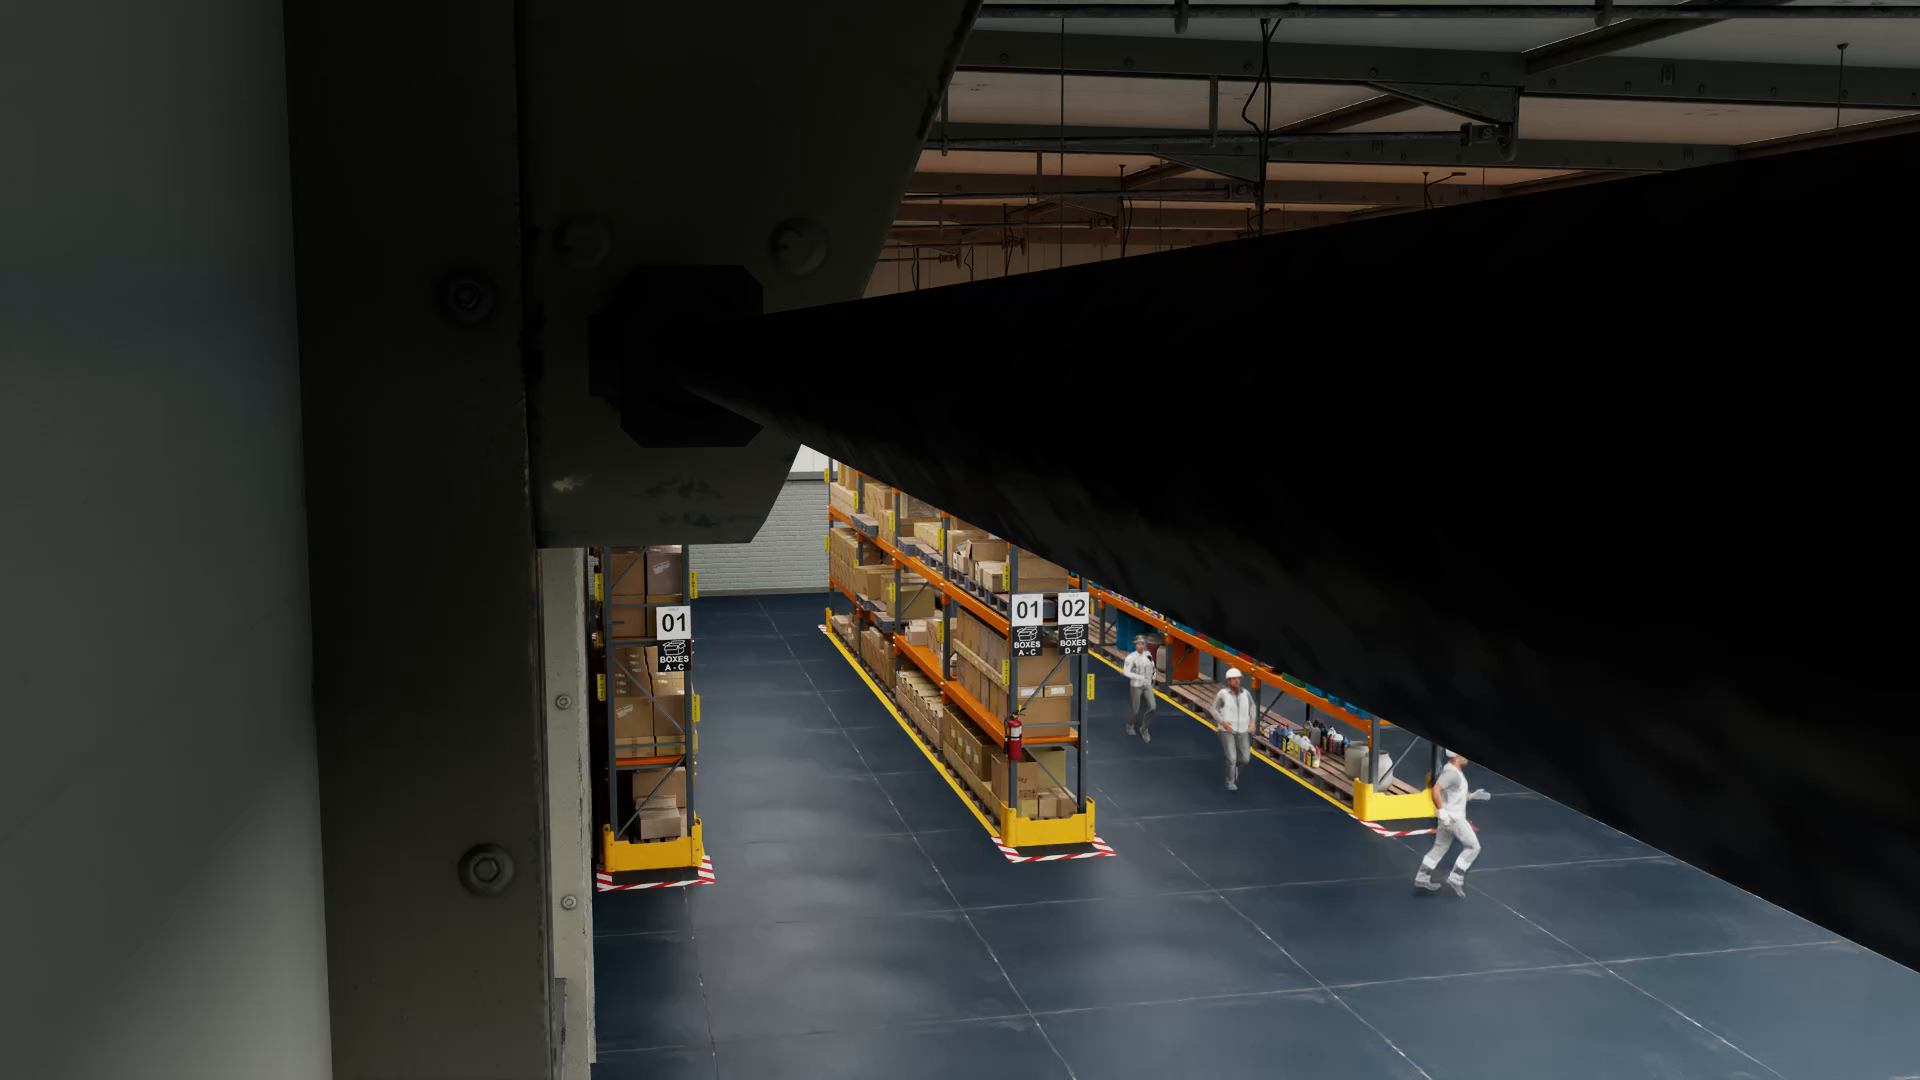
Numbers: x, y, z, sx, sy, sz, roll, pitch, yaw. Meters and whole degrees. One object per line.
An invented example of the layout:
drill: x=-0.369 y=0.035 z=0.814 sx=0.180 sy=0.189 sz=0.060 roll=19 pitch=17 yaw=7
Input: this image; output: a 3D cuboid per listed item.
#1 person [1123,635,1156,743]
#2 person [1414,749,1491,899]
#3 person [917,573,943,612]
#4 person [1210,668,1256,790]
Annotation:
person: x=2.866 y=2.342 z=26.382 sx=0.616 sy=1.716 sz=0.683 roll=-2 pitch=7 yaw=-18
person: x=5.641 y=3.197 z=18.991 sx=0.824 sy=1.811 sz=0.642 roll=1 pitch=7 yaw=8
person: x=-0.547 y=1.098 z=36.923 sx=0.615 sy=1.748 sz=0.767 roll=4 pitch=8 yaw=29
person: x=3.859 y=2.658 z=23.430 sx=0.707 sy=1.729 sz=0.609 roll=-2 pitch=7 yaw=-13
